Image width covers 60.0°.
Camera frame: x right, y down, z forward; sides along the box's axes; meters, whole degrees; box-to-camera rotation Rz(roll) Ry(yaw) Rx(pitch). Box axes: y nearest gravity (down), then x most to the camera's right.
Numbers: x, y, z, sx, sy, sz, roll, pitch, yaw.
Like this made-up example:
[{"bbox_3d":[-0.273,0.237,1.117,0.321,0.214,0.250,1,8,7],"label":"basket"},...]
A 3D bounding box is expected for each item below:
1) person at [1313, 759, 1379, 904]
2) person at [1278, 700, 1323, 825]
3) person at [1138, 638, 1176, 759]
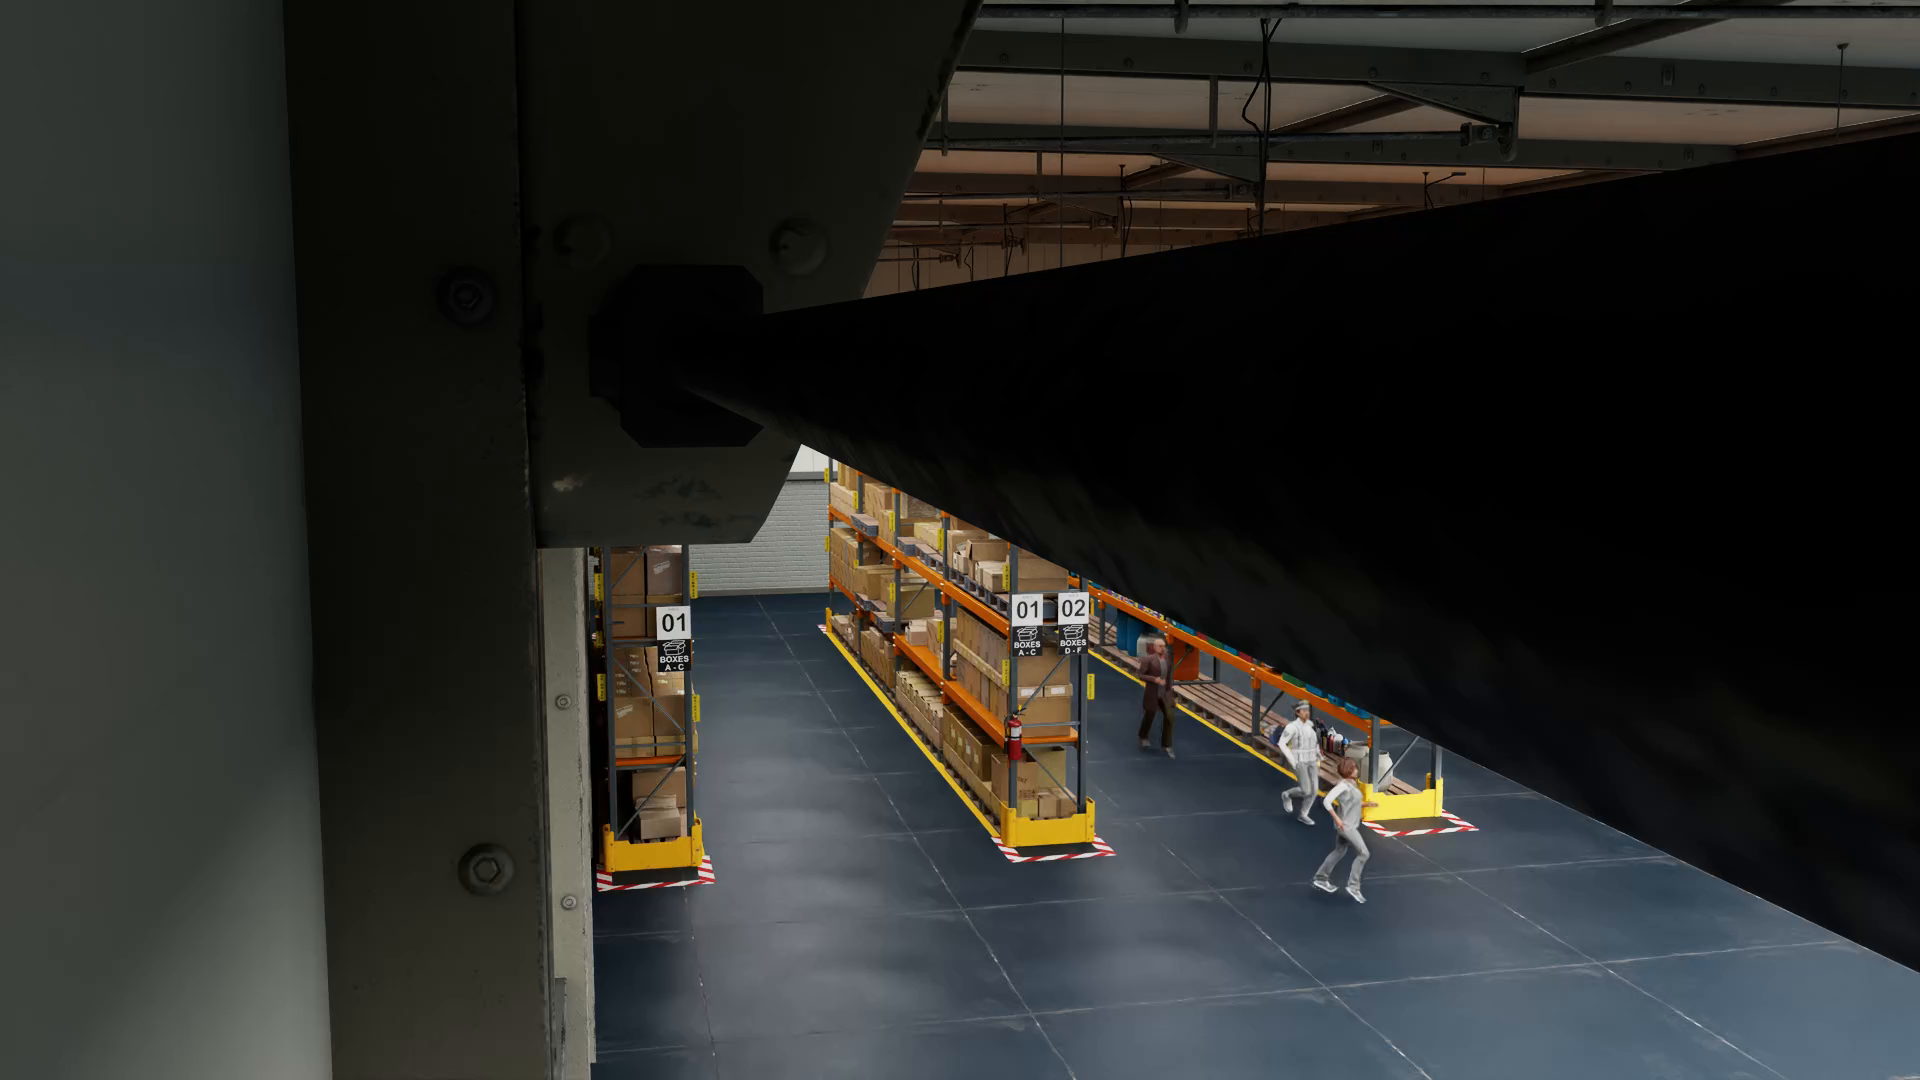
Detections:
[{"bbox_3d":[4.391,3.298,18.909,0.710,1.641,0.505,2,7,16],"label":"person"},{"bbox_3d":[4.523,2.917,21.933,0.605,1.637,0.531,-4,8,-28],"label":"person"},{"bbox_3d":[3.021,2.411,25.642,0.643,1.835,0.936,-2,7,-16],"label":"person"}]
